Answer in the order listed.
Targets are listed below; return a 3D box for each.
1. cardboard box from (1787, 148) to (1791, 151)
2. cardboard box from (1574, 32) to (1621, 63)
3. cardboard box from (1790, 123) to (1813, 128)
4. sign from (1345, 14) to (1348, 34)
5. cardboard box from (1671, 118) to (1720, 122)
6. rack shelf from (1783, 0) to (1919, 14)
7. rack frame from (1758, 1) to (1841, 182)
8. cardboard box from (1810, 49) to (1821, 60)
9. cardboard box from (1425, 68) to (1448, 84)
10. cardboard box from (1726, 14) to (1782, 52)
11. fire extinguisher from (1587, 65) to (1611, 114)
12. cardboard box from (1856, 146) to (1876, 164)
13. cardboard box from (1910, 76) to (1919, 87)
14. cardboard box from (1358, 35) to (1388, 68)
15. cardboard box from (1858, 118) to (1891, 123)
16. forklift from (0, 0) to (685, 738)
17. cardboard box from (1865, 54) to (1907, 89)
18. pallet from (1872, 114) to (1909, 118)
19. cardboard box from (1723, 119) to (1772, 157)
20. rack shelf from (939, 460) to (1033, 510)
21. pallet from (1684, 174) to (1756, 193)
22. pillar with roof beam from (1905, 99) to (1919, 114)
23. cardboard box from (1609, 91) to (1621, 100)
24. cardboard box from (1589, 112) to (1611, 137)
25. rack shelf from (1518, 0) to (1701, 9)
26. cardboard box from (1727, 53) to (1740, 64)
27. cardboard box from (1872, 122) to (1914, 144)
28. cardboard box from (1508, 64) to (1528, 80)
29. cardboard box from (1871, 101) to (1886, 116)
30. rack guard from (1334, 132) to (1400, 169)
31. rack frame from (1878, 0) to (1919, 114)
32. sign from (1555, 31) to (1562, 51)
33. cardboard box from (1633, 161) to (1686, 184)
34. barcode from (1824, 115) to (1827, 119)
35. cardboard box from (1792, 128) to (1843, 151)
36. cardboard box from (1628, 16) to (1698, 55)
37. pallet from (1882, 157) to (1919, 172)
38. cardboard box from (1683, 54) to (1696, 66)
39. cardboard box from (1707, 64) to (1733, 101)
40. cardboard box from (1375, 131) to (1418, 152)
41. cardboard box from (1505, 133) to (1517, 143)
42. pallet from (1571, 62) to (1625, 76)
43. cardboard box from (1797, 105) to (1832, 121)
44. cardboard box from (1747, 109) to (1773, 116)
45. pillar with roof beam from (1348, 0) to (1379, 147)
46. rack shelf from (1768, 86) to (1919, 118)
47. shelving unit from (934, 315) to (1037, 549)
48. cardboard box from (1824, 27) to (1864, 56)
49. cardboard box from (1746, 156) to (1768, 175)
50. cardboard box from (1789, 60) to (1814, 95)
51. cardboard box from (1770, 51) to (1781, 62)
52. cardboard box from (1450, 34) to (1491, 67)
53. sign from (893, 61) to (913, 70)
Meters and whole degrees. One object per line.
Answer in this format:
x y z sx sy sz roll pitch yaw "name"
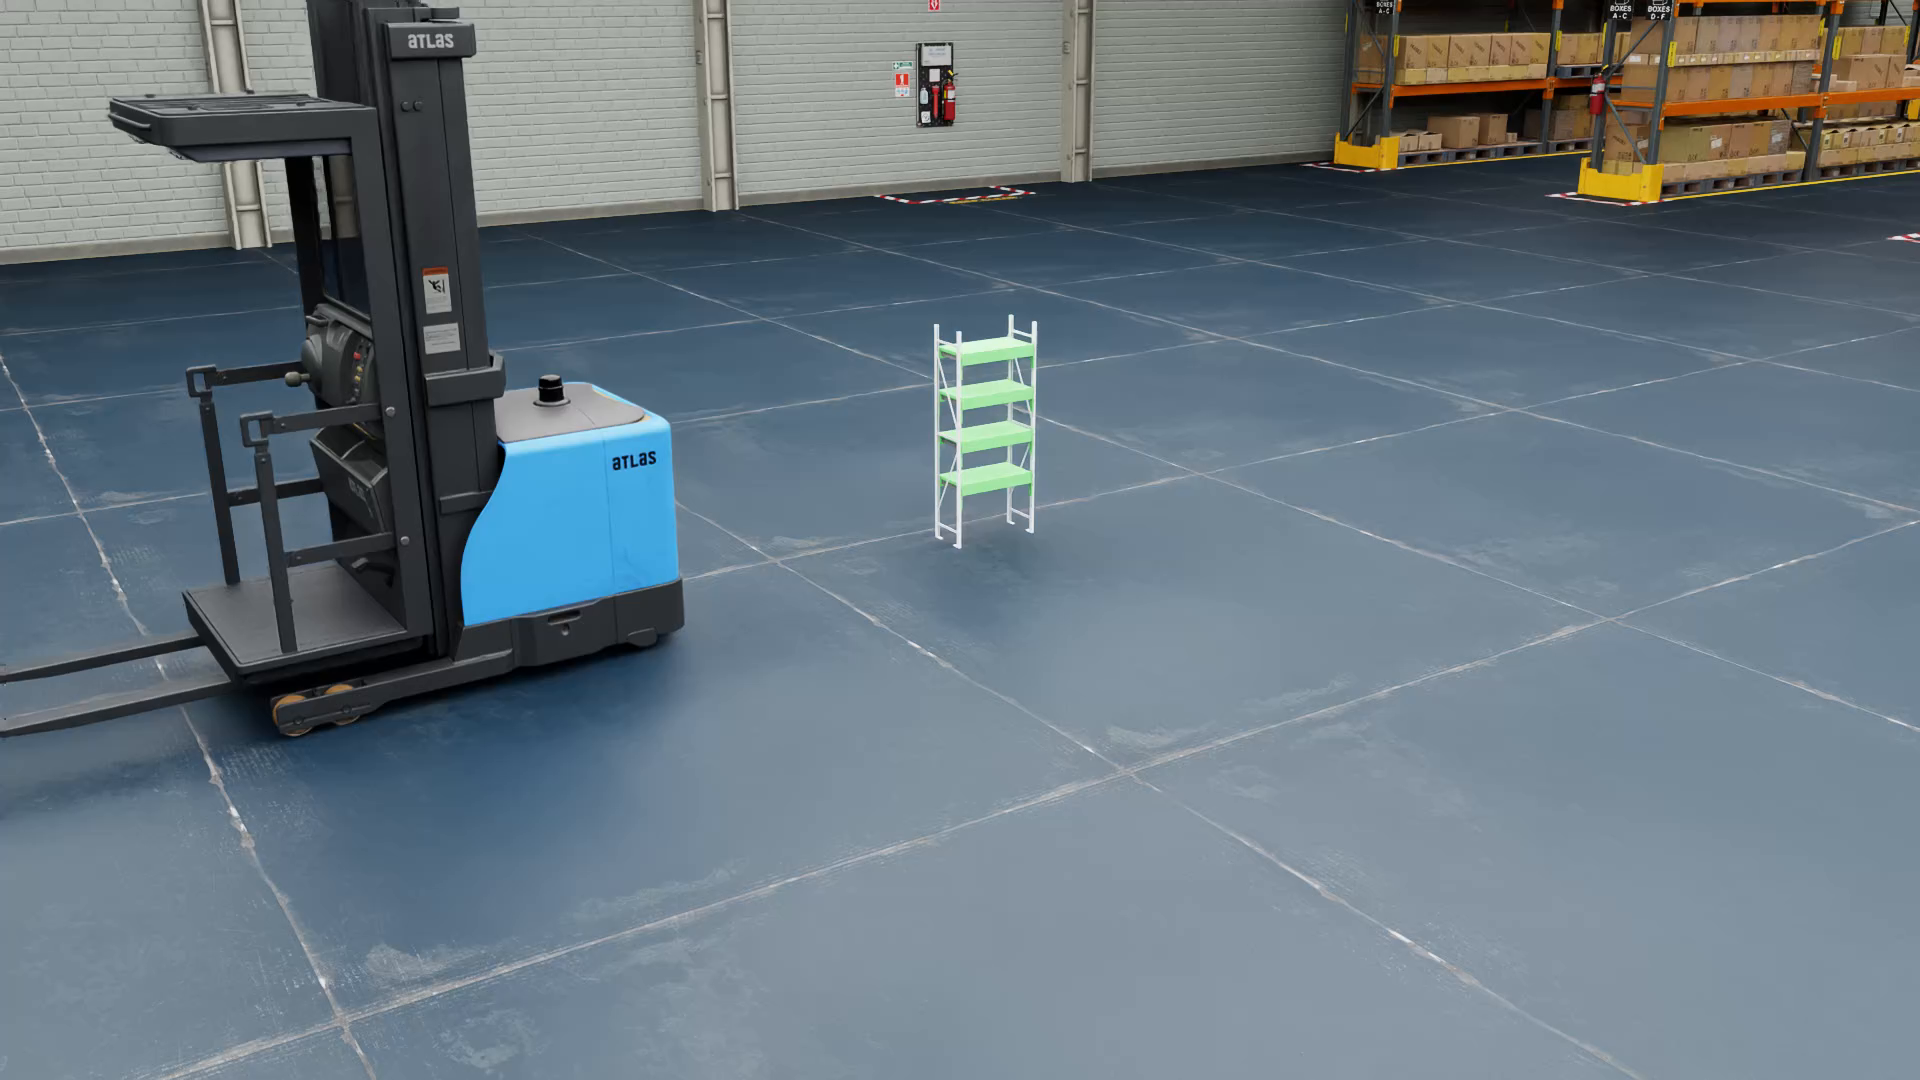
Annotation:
12.939 -6.078 26.177 0.500 0.250 0.500 -12 22 -32 "cardboard box"
11.472 -8.913 30.081 0.500 0.500 0.700 -9 21 -24 "cardboard box"
13.364 -6.434 26.356 0.500 0.311 0.500 -11 22 -30 "cardboard box"
6.396 -8.501 27.405 0.005 0.325 0.100 -12 22 -31 "sign"
10.941 -6.020 24.835 0.500 0.500 0.500 -12 22 -31 "cardboard box"
14.423 -8.464 26.035 4.000 0.370 1.077 -12 22 -31 "rack shelf"
12.752 -7.031 25.359 0.127 3.000 1.000 -12 22 -31 "rack frame"
12.643 -7.281 24.928 0.250 0.149 0.380 -12 22 -31 "cardboard box"
7.692 -7.686 27.498 0.500 0.250 0.500 -13 22 -33 "cardboard box"
11.545 -7.436 24.374 0.500 0.500 0.700 -12 22 -31 "cardboard box"
9.057 -6.393 23.593 0.183 0.674 0.296 -12 22 -31 "fire extinguisher"
14.084 -6.114 26.283 0.500 0.250 0.500 -13 22 -33 "cardboard box"
15.494 -7.384 26.796 0.250 0.149 0.380 -12 22 -31 "cardboard box"
6.961 -8.084 27.506 0.500 0.500 0.500 -12 22 -32 "cardboard box"
15.060 -6.789 27.405 0.500 0.311 0.500 -13 22 -33 "cardboard box"
-2.799 -0.772 6.951 3.031 2.935 1.130 -13 22 -33 "forklift"
14.701 -7.483 26.540 0.500 0.500 0.500 -13 23 -34 "cardboard box"
19.422 -8.986 35.496 1.213 0.211 1.003 -12 22 -31 "pallet"
11.646 -5.968 24.682 0.500 0.500 0.500 -12 22 -31 "cardboard box"
0.138 -0.310 9.236 0.480 0.148 0.258 -12 22 -31 "rack shelf"
11.045 -5.365 24.784 1.213 0.211 1.003 -12 22 -31 "pallet"
24.194 -12.867 33.252 0.400 9.000 9.100 -12 22 -31 "pillar with roof beam"
11.855 -8.123 30.634 0.500 0.250 0.500 -12 22 -32 "cardboard box"
11.483 -7.697 30.545 0.500 0.500 0.700 -12 22 -31 "cardboard box"
11.695 -9.788 29.953 4.000 0.370 1.077 -12 22 -31 "rack shelf"
10.932 -6.920 23.861 0.250 0.149 0.380 -12 22 -32 "cardboard box"
14.937 -6.558 26.722 0.500 0.311 0.500 -12 22 -32 "cardboard box"
9.375 -8.044 28.557 0.500 0.250 0.500 -12 22 -31 "cardboard box"
19.099 -9.246 35.157 0.500 0.500 0.700 -12 22 -32 "cardboard box"
6.748 -6.480 27.632 0.348 0.500 1.175 -12 22 -31 "rack guard"
20.047 -10.469 35.528 0.127 3.000 1.000 -12 22 -31 "rack frame"
10.330 -8.622 28.712 0.005 0.325 0.100 -12 22 -31 "sign"
9.982 -5.258 23.751 0.500 0.250 0.500 -12 22 -31 "cardboard box"
13.194 -6.444 25.338 0.075 0.075 0.001 -12 22 -31 "barcode"
13.234 -6.199 25.660 0.500 0.311 0.500 -12 22 -31 "cardboard box"
9.853 -7.077 23.312 0.500 0.500 0.700 -12 22 -31 "cardboard box"
15.384 -6.280 27.491 1.213 0.211 1.003 -12 22 -31 "pallet"
10.077 -6.740 23.328 0.250 0.149 0.380 -13 22 -33 "cardboard box"
10.662 -6.632 24.023 0.500 0.500 0.700 -12 22 -31 "cardboard box"
7.311 -6.683 27.841 0.500 0.311 0.500 -15 24 -37 "cardboard box"
9.594 -7.119 29.357 0.250 0.166 0.380 -16 24 -38 "cardboard box"
11.735 -8.609 30.327 1.213 0.211 1.003 -12 22 -31 "pallet"
17.387 -8.884 34.086 0.500 0.500 0.700 -12 22 -31 "cardboard box"
15.494 -8.638 32.814 0.750 0.750 0.750 -11 22 -30 "cardboard box"
9.161 -9.696 23.874 0.400 9.000 9.100 -12 22 -31 "pillar with roof beam"
14.423 -7.043 26.516 4.000 0.370 1.077 -12 22 -31 "rack shelf"
0.138 -0.598 9.139 0.503 1.200 0.258 -12 22 -31 "shelving unit"
17.781 -10.125 34.042 0.700 0.700 0.980 -13 22 -33 "cardboard box"
11.653 -5.610 24.792 0.500 0.250 0.500 -12 22 -31 "cardboard box"
12.385 -6.999 25.106 0.500 0.500 0.700 -13 22 -33 "cardboard box"
11.792 -7.102 24.399 0.250 0.149 0.380 -12 22 -32 "cardboard box"
8.526 -8.216 27.896 0.500 0.500 0.500 -11 22 -30 "cardboard box"
-0.813 -6.720 23.556 0.331 0.109 0.001 -12 22 -31 "sign"
